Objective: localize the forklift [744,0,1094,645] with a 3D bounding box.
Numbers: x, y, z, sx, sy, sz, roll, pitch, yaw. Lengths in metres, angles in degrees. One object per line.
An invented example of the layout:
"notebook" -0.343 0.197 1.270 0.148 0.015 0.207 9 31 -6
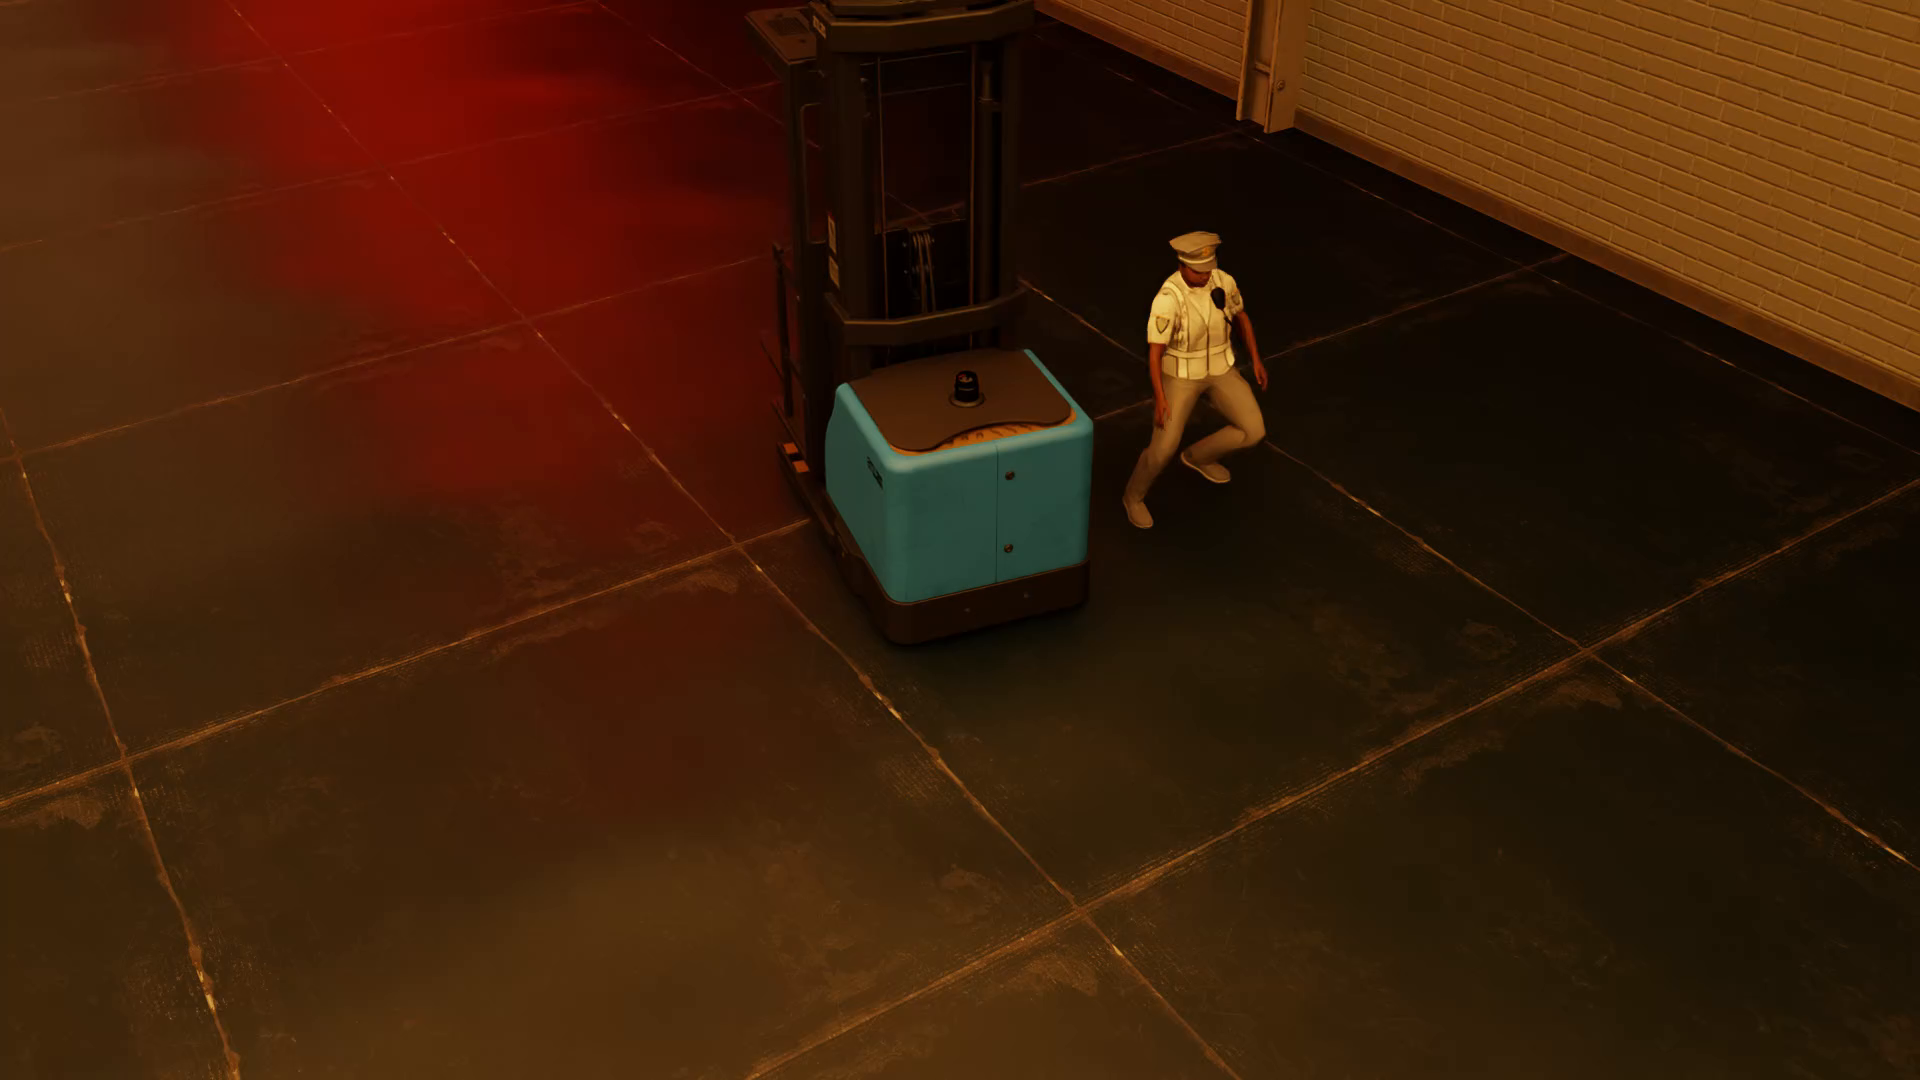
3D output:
"forklift" -0.370 -1.547 8.349 1.130 2.935 3.031 -13 37 -17

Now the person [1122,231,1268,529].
"person" 1.231 -0.812 8.540 0.727 1.536 0.612 -10 36 -14
